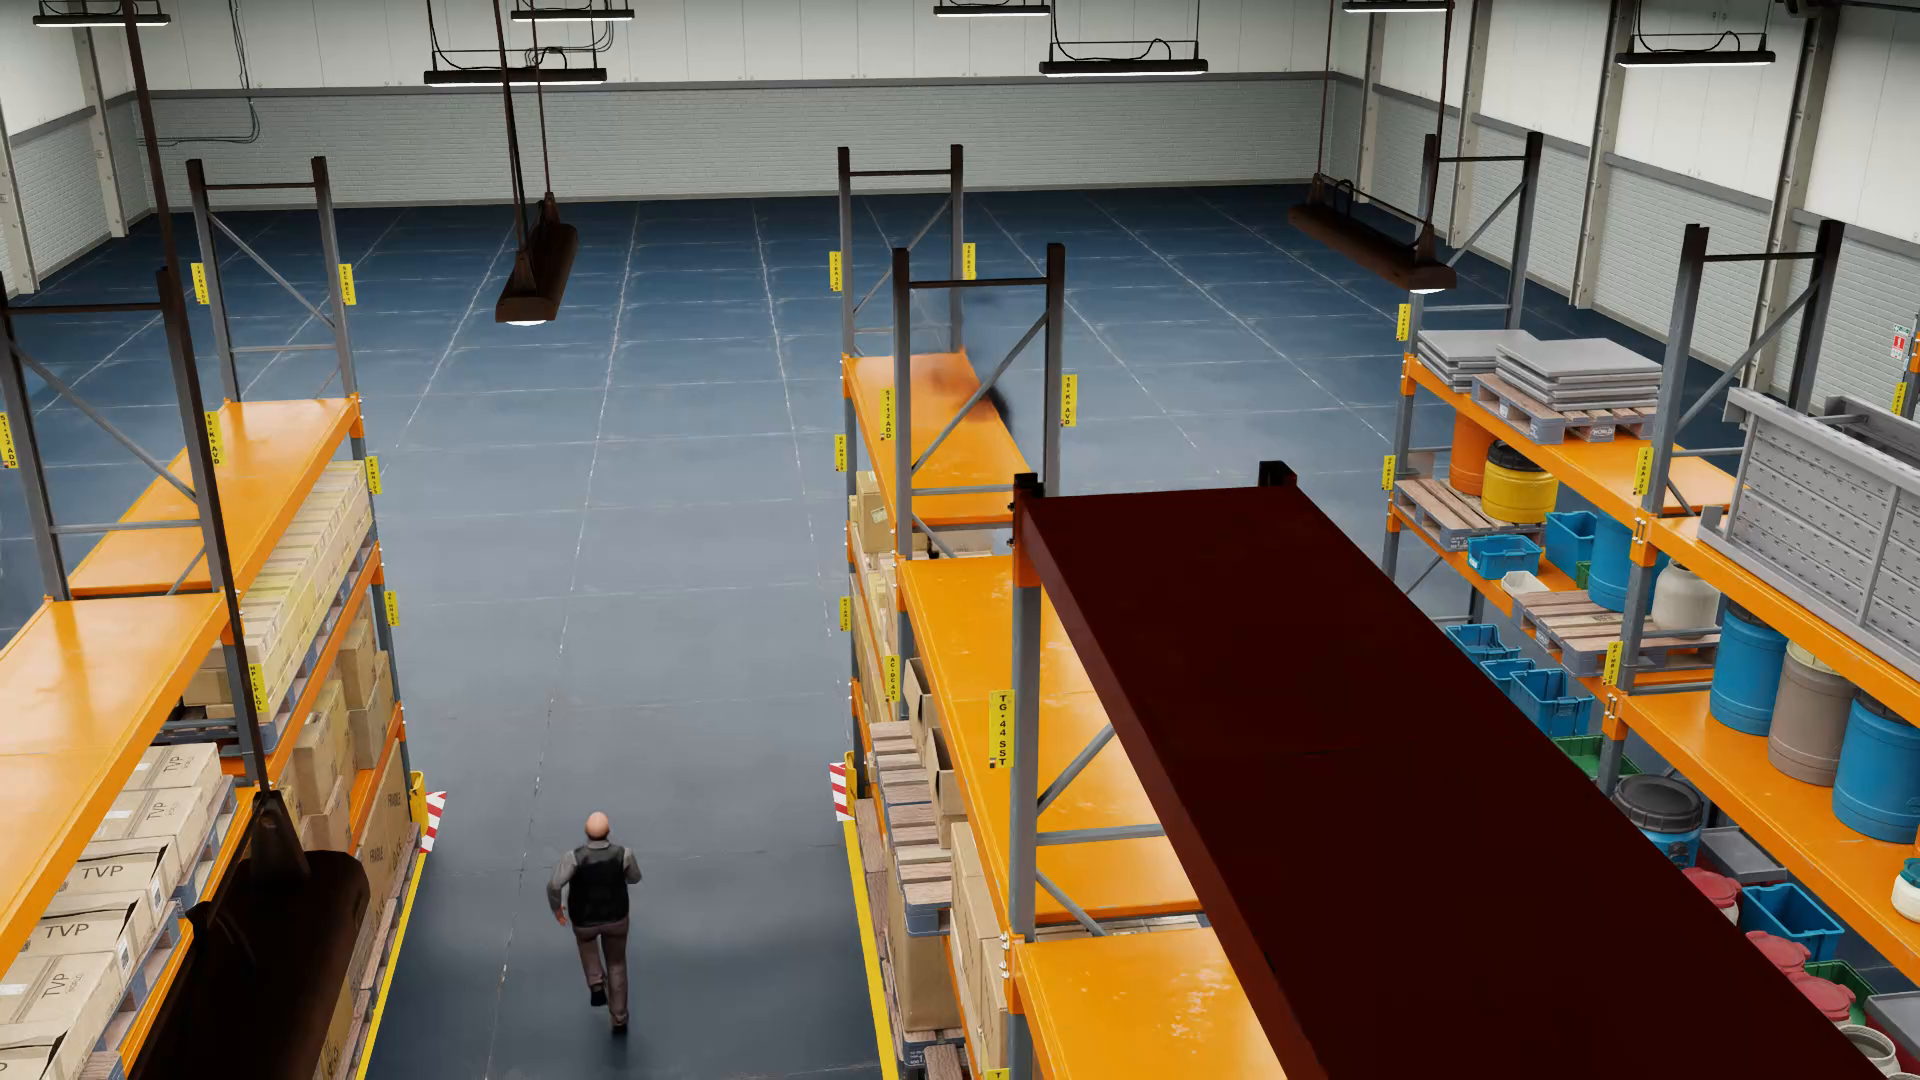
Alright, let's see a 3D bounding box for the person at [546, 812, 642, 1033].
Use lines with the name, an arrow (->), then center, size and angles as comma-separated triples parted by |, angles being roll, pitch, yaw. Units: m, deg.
person -> -2.686, 2.771, 12.336 | 0.683, 1.676, 0.755 | -5, 22, -12
